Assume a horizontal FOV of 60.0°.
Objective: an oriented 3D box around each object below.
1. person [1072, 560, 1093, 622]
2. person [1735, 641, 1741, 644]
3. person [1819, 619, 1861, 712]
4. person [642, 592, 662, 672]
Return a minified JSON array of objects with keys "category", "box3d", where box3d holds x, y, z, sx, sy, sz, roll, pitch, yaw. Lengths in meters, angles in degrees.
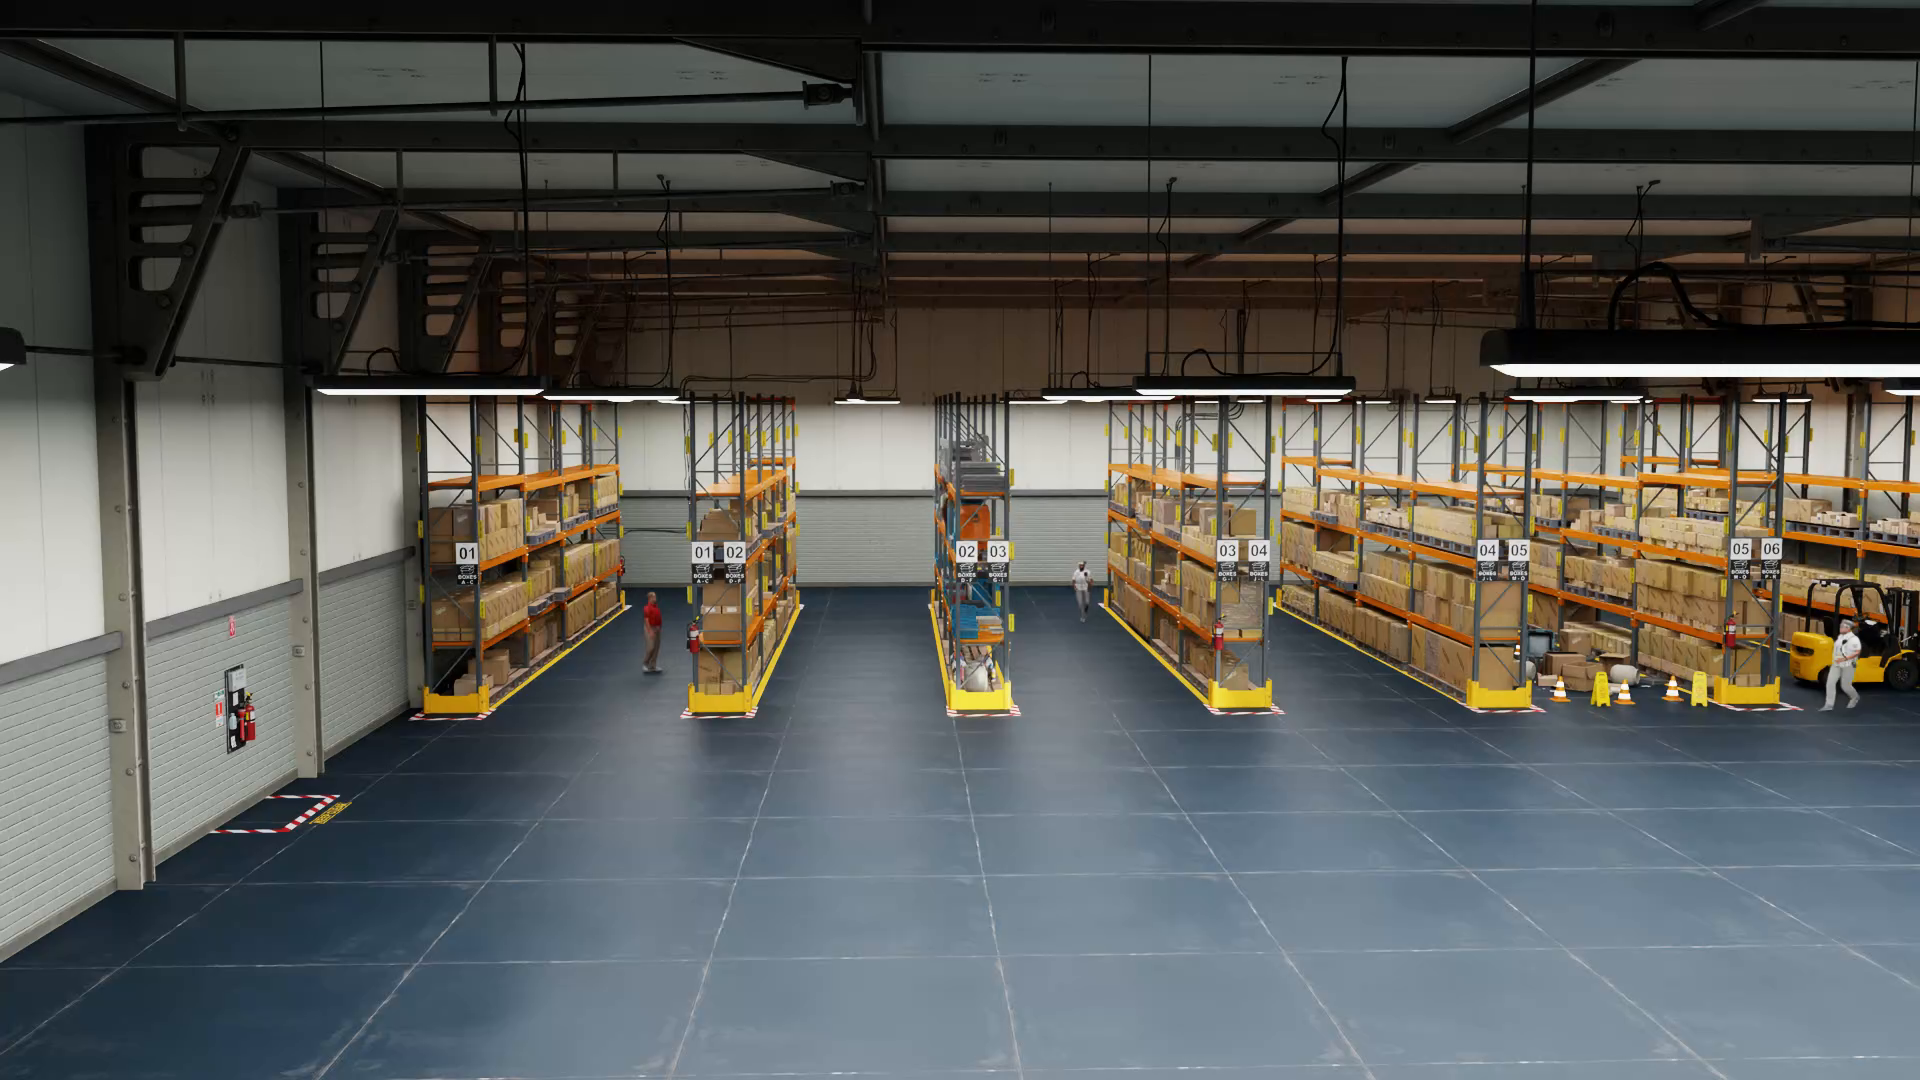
[{"category":"person","box3d":[3.282,1.353,44.434,0.558,1.664,0.501,0,5,2]},{"category":"person","box3d":[17.269,1.864,37.325,0.724,1.744,0.630,4,6,39]},{"category":"person","box3d":[16.640,2.362,31.203,0.862,1.769,0.621,-3,5,-29]},{"category":"person","box3d":[-6.647,1.984,35.898,0.428,1.726,0.538,2,5,28]}]
